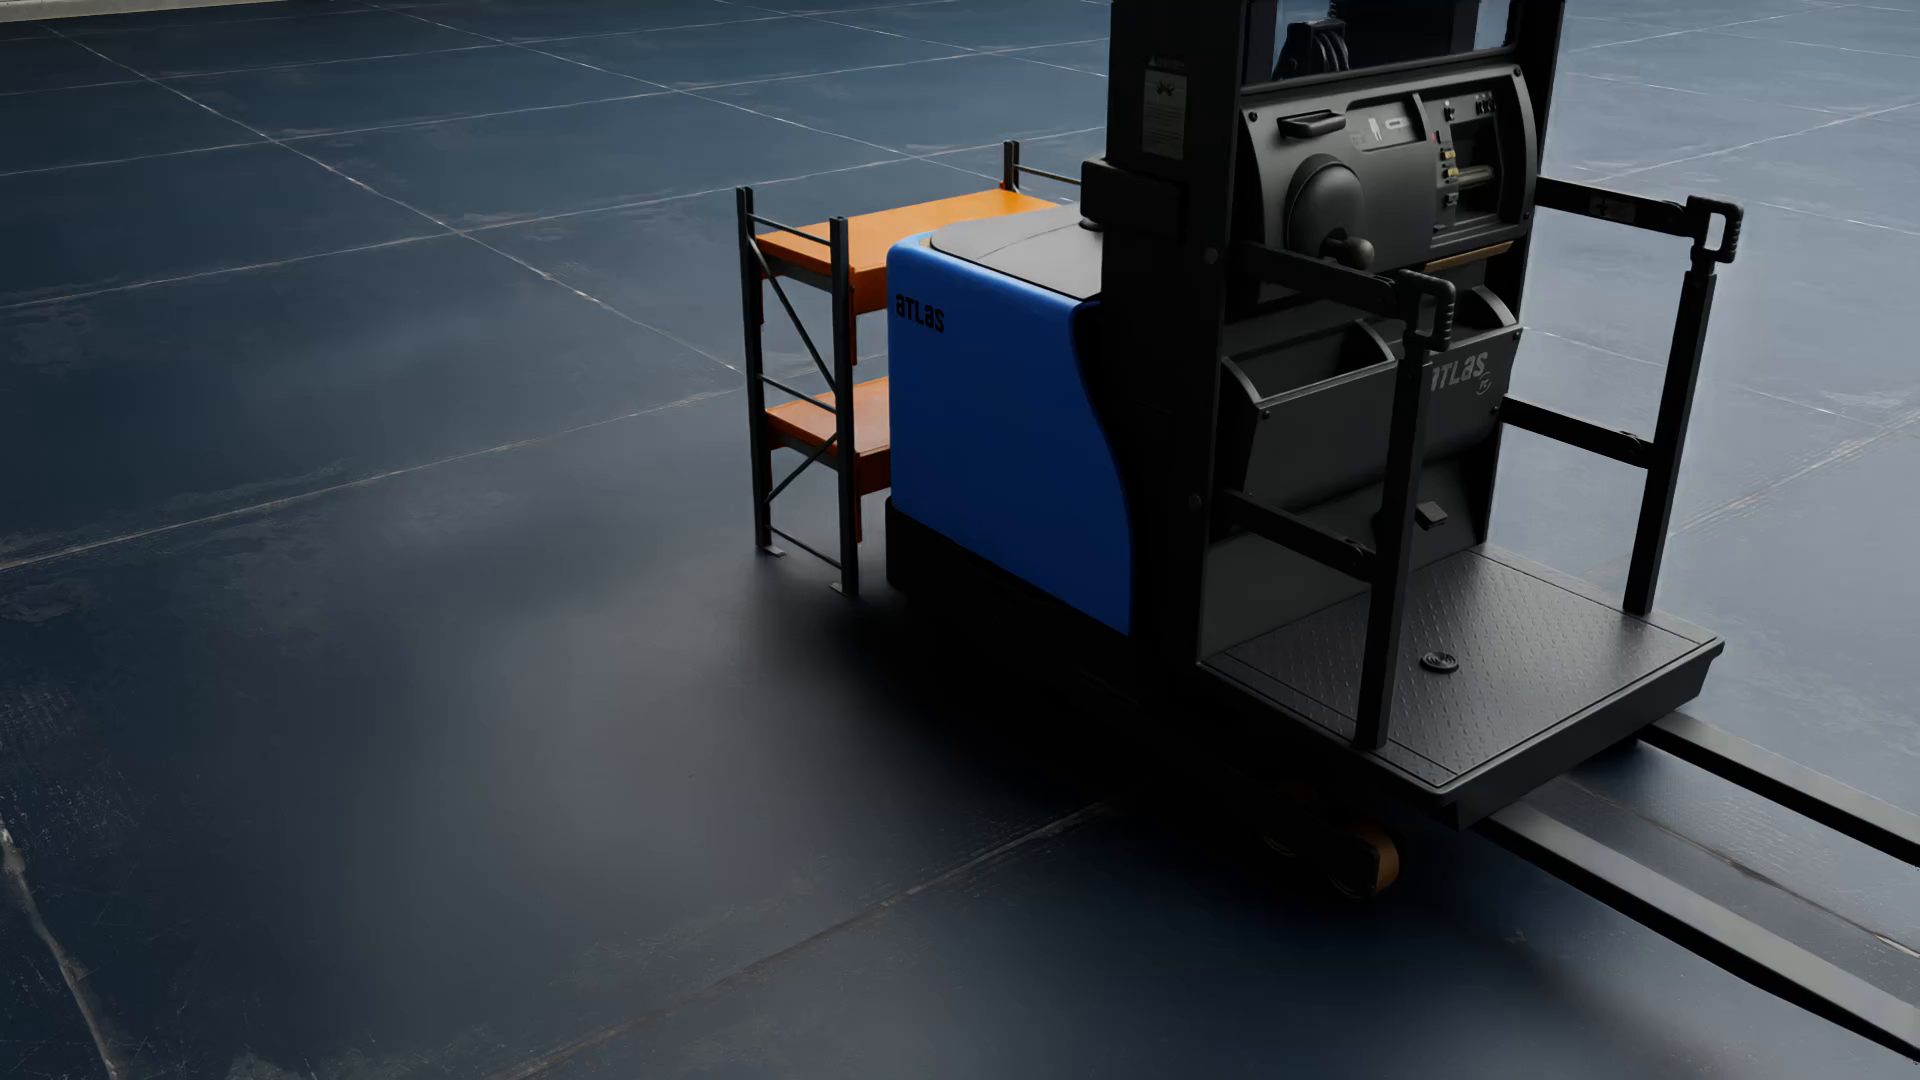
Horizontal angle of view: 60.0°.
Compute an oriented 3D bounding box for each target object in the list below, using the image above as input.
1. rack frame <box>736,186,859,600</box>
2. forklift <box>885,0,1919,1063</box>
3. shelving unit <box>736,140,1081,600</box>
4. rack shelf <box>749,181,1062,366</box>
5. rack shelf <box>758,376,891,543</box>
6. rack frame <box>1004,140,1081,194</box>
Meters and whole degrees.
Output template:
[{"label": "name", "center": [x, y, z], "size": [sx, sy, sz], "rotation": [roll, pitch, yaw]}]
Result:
[{"label": "rack frame", "center": [-0.468, -0.420, 4.818], "size": [0.032, 1.125, 0.500], "rotation": [-19, 31, -35]}, {"label": "forklift", "center": [1.086, -0.794, 3.478], "size": [1.130, 2.935, 3.031], "rotation": [-18, 30, -34]}, {"label": "shelving unit", "center": [-0.078, -0.557, 5.113], "size": [1.048, 1.125, 0.538], "rotation": [-19, 31, -35]}, {"label": "rack shelf", "center": [-0.078, -0.822, 4.990], "size": [1.000, 0.278, 0.538], "rotation": [-19, 31, -35]}, {"label": "rack shelf", "center": [-0.078, -0.335, 5.216], "size": [1.000, 0.278, 0.538], "rotation": [-19, 31, -35]}, {"label": "rack frame", "center": [0.313, -0.694, 5.408], "size": [0.032, 1.125, 0.500], "rotation": [-19, 31, -35]}]
